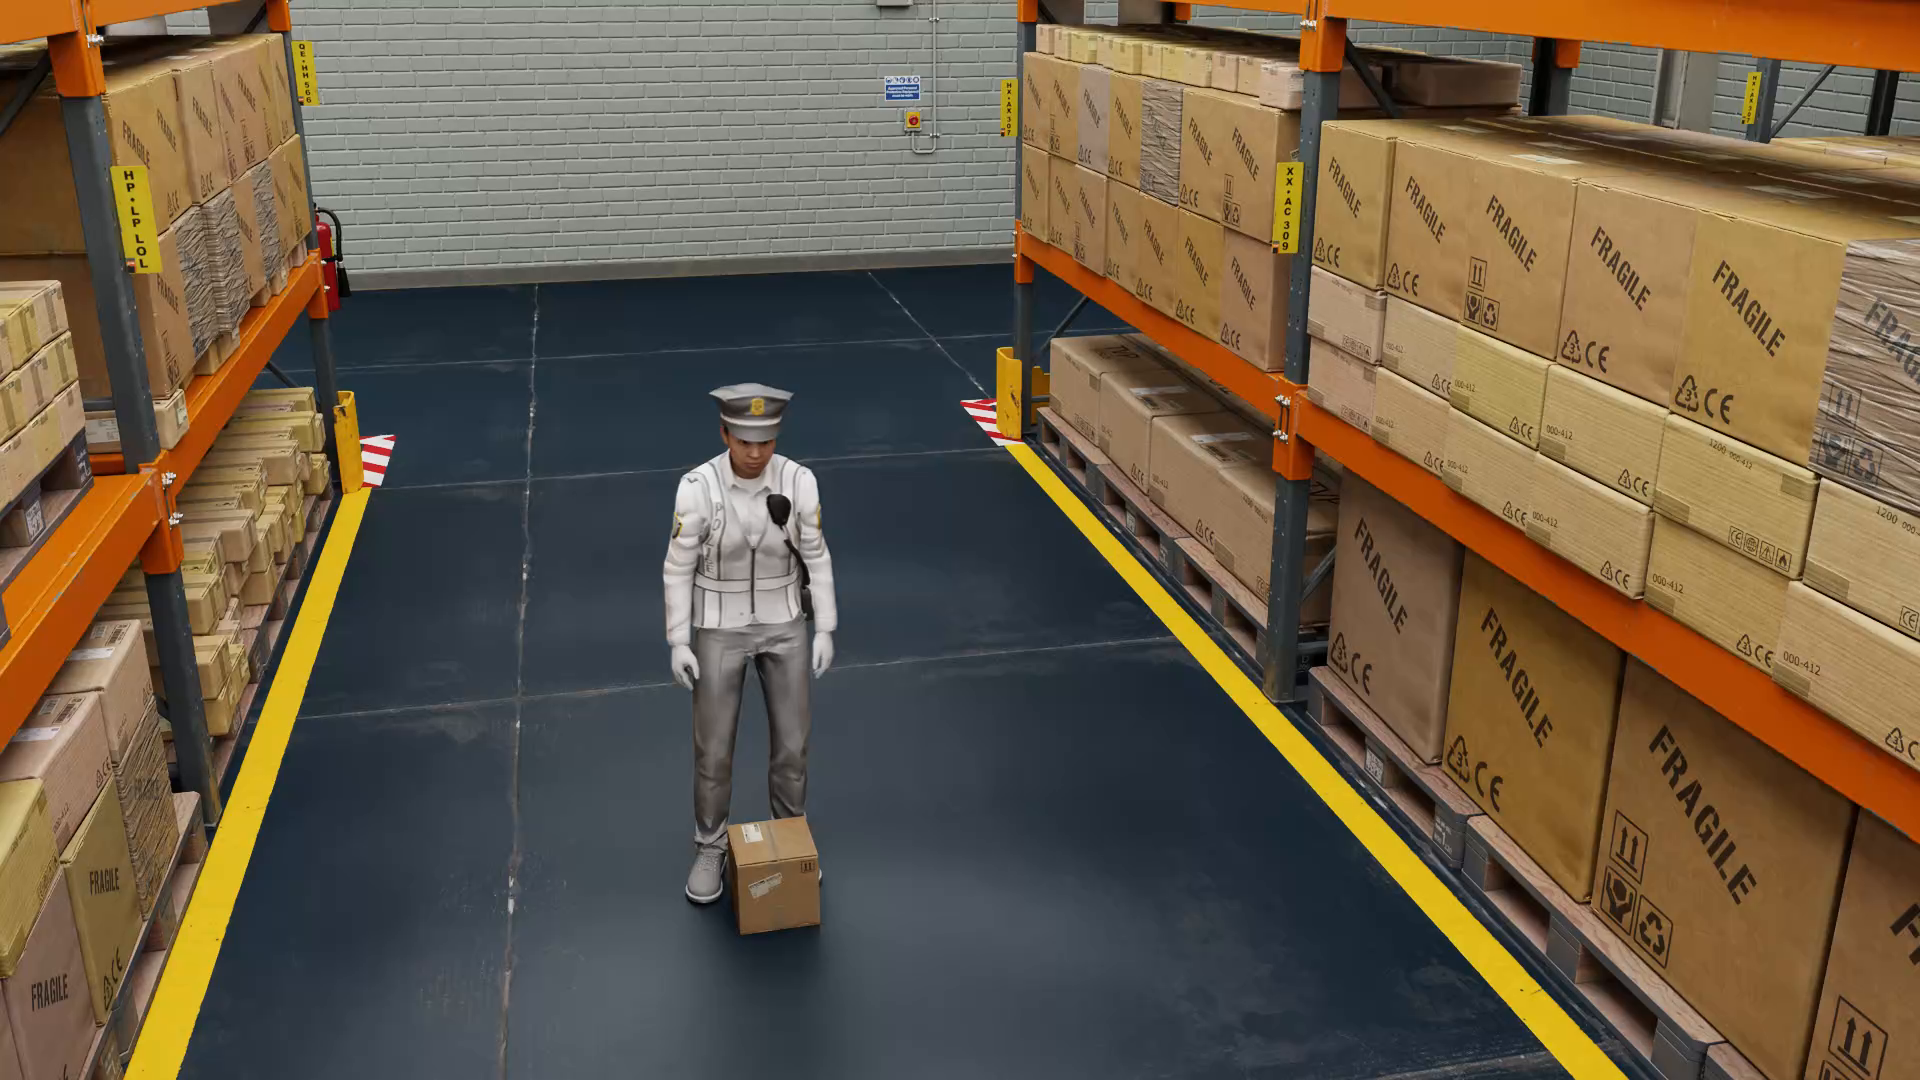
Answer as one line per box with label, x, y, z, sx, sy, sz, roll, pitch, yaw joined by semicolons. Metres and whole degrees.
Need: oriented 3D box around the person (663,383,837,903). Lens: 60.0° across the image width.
person;-0.647;0.310;5.201;0.535;1.663;0.379;-5;20;-13
